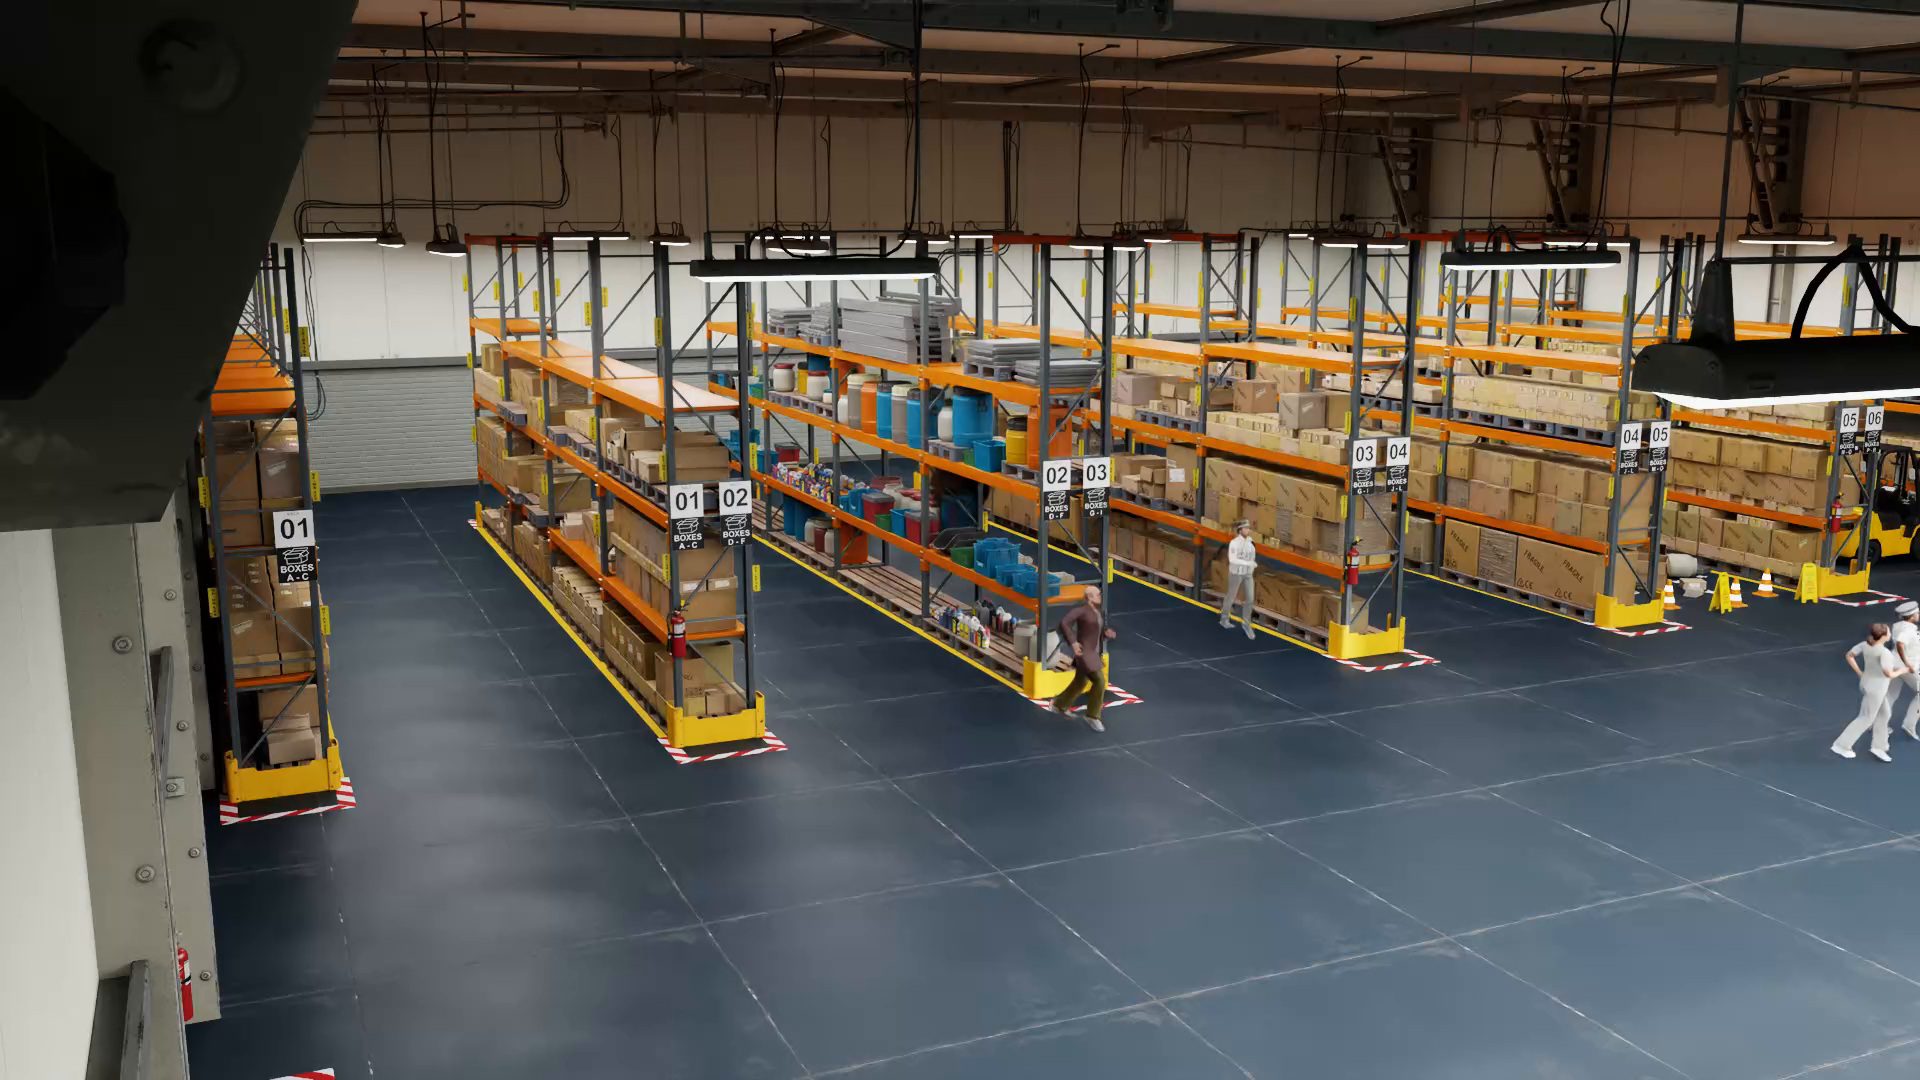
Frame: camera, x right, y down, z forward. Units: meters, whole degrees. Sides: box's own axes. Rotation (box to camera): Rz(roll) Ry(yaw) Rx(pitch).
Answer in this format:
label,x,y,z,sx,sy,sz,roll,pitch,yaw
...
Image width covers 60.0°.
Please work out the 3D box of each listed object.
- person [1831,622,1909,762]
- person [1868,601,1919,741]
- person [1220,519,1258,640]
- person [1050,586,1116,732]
label,x,y,z,sx,sy,sz,roll,pitch,yaw
person,10.649,1.802,19.461,0.784,1.726,0.551,0,11,2
person,11.602,1.608,20.416,0.676,1.741,0.557,-1,11,-3
person,4.151,0.566,24.427,0.632,1.813,0.700,-8,13,-35
person,1.569,1.575,21.042,0.840,1.627,0.698,5,12,24
